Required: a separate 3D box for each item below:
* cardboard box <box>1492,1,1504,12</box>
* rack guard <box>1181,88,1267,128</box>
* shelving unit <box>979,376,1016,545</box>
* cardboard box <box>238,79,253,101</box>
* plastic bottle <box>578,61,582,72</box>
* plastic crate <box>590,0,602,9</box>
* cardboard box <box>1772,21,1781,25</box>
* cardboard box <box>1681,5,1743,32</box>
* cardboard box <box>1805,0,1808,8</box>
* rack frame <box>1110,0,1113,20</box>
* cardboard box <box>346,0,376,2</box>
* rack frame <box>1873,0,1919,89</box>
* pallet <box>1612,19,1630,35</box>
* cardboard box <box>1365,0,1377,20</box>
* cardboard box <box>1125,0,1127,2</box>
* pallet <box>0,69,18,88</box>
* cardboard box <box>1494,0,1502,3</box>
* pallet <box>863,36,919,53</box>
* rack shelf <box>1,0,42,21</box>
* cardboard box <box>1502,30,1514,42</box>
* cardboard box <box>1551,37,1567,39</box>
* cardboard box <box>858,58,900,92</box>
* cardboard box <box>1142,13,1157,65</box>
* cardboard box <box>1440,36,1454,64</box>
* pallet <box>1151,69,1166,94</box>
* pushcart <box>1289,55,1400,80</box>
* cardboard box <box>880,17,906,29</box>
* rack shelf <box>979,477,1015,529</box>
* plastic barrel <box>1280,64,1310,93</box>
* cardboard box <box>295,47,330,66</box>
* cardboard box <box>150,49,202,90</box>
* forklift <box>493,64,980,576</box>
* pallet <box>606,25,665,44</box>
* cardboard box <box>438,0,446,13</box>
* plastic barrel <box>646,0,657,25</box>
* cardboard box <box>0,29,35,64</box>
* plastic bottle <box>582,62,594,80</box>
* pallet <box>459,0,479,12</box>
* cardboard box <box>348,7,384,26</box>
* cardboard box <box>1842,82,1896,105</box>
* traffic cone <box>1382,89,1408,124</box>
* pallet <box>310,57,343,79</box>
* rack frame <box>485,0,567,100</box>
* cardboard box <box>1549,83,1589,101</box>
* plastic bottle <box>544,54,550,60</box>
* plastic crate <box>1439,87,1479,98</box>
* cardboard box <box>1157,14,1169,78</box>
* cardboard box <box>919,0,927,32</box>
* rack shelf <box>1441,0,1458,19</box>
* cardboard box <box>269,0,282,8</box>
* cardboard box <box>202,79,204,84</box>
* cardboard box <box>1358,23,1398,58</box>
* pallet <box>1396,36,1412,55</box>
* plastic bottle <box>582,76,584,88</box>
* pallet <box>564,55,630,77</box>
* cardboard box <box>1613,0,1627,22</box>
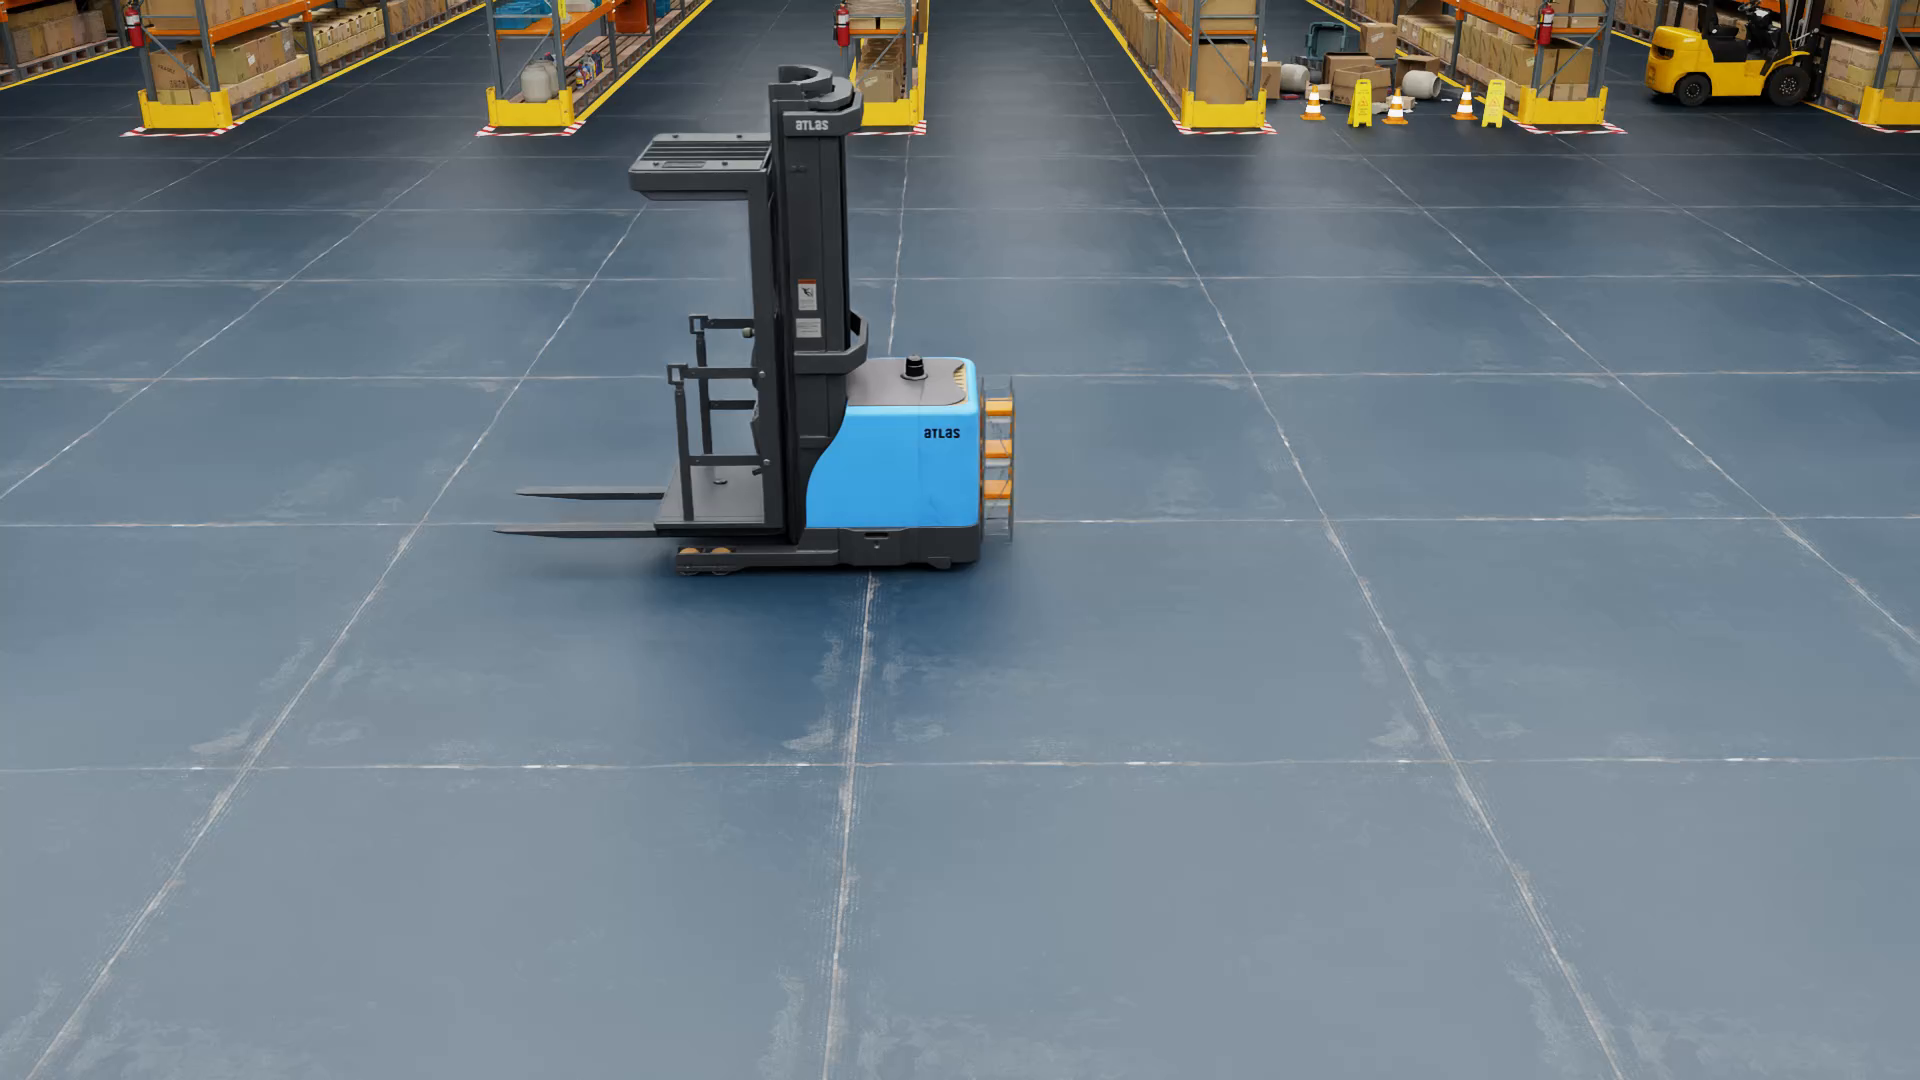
[{"bbox_3d":[8.403,-8.192,25.527,0.380,0.149,0.250,0,24,-1],"label":"cardboard box"},{"bbox_3d":[3.780,-6.207,23.868,1.175,0.500,0.348,0,24,-1],"label":"rack guard"},{"bbox_3d":[0.237,-0.502,10.586,0.215,1.050,0.252,-1,24,-2],"label":"shelving unit"},{"bbox_3d":[-10.879,-6.699,24.749,0.500,0.250,0.500,0,24,-1],"label":"cardboard box"},{"bbox_3d":[-5.985,-7.420,26.279,0.061,0.283,0.133,0,24,-1],"label":"plastic bottle"},{"bbox_3d":[-5.894,-8.479,26.038,0.499,0.251,0.616,0,24,-1],"label":"plastic crate"},{"bbox_3d":[13.340,-8.286,27.043,0.500,0.250,0.500,-1,24,-1],"label":"cardboard box"},{"bbox_3d":[13.613,-9.324,30.097,0.875,0.625,0.625,1,24,1],"label":"cardboard box"},{"bbox_3d":[13.421,-8.531,25.850,0.500,0.500,0.500,0,24,-1],"label":"cardboard box"},{"bbox_3d":[3.649,-12.301,34.308,1.000,3.000,0.127,0,24,-1],"label":"rack frame"},{"bbox_3d":[-11.424,-10.440,31.782,0.500,0.250,0.500,1,24,1],"label":"cardboard box"},{"bbox_3d":[13.692,-7.444,23.569,1.000,3.000,0.127,0,24,-1],"label":"rack frame"},{"bbox_3d":[13.624,-10.279,33.222,1.003,0.211,1.213,0,24,-1],"label":"pallet"},{"bbox_3d":[8.702,-10.961,33.414,0.875,0.875,0.875,0,24,1],"label":"cardboard box"},{"bbox_3d":[3.423,-10.327,31.558,0.500,0.250,0.500,-1,24,-2],"label":"cardboard box"},{"bbox_3d":[-16.041,-7.410,26.877,1.003,0.211,1.213,0,24,-1],"label":"pallet"},{"bbox_3d":[8.457,-8.445,25.300,0.500,0.500,0.500,0,24,0],"label":"cardboard box"},{"bbox_3d":[-1.261,-9.080,30.569,1.003,0.211,1.213,0,24,-1],"label":"pallet"},{"bbox_3d":[-16.106,-9.453,28.885,1.077,0.370,4.000,0,24,-1],"label":"rack shelf"},{"bbox_3d":[8.388,-7.579,24.998,0.380,0.149,0.250,0,24,0],"label":"cardboard box"},{"bbox_3d":[8.988,-7.466,25.534,0.500,0.500,0.500,0,24,0],"label":"cardboard box"},{"bbox_3d":[-1.212,-6.932,24.960,0.500,0.500,0.500,6,25,13],"label":"cardboard box"},{"bbox_3d":[3.639,-8.426,27.961,1.050,0.750,0.750,0,24,-1],"label":"cardboard box"},{"bbox_3d":[8.677,-8.279,28.093,0.950,0.372,0.625,0,24,0],"label":"cardboard box"},{"bbox_3d":[3.666,-7.420,26.900,1.003,0.211,1.213,0,24,-1],"label":"pallet"},{"bbox_3d":[6.405,-7.843,27.633,1.648,0.377,0.936,-9,26,-19],"label":"pushcart"},{"bbox_3d":[-0.946,-7.380,23.732,0.380,0.149,0.250,0,24,-1],"label":"cardboard box"},{"bbox_3d":[0.237,-0.239,10.705,0.215,0.259,0.240,-1,24,-2],"label":"rack shelf"},{"bbox_3d":[5.282,-7.370,26.532,0.512,0.421,0.421,19,30,35],"label":"plastic barrel"},{"bbox_3d":[-10.887,-8.087,27.817,0.500,0.250,0.500,-1,24,-2],"label":"cardboard box"},{"bbox_3d":[-11.390,-6.832,24.134,0.500,0.500,0.500,0,24,-1],"label":"cardboard box"},{"bbox_3d":[-1.397,-1.336,10.148,3.031,2.935,1.130,0,24,-1],"label":"forklift"},{"bbox_3d":[-6.271,-9.704,31.950,1.003,0.211,1.213,0,24,-1],"label":"pallet"},{"bbox_3d":[-10.926,-11.137,34.233,0.500,0.500,0.500,0,24,-1],"label":"cardboard box"},{"bbox_3d":[-6.256,-10.409,32.542,0.600,0.588,0.708,0,24,-1],"label":"plastic barrel"},{"bbox_3d":[-16.108,-8.322,28.009,0.700,0.500,0.500,1,24,1],"label":"cardboard box"},{"bbox_3d":[-5.879,-7.418,26.282,0.152,0.276,0.135,0,24,0],"label":"plastic bottle"},{"bbox_3d":[-11.240,-11.794,36.570,1.003,0.211,1.213,0,24,-1],"label":"pallet"},{"bbox_3d":[-10.922,-9.608,30.501,0.500,0.311,0.500,0,24,1],"label":"cardboard box"},{"bbox_3d":[13.371,-6.575,24.474,0.500,0.250,0.500,0,24,0],"label":"cardboard box"},{"bbox_3d":[6.328,-6.291,24.097,0.336,0.463,0.334,0,24,-1],"label":"traffic cone"},{"bbox_3d":[-11.177,-8.014,28.212,1.003,0.211,1.213,0,24,-1],"label":"pallet"},{"bbox_3d":[-6.134,-7.353,23.368,1.000,3.000,0.127,0,24,-1],"label":"rack frame"},{"bbox_3d":[8.996,-6.692,24.734,0.500,0.250,0.500,0,24,-1],"label":"cardboard box"},{"bbox_3d":[-6.581,-7.583,26.557,0.144,0.351,0.185,-1,24,-3],"label":"plastic bottle"},{"bbox_3d":[7.882,-7.087,26.324,0.402,0.080,0.583,-9,26,-19],"label":"plastic crate"},{"bbox_3d":[3.673,-7.968,26.797,0.875,0.875,0.875,0,24,0],"label":"cardboard box"},{"bbox_3d":[-1.255,-10.180,31.687,1.225,0.875,0.875,-1,24,-3],"label":"cardboard box"},{"bbox_3d":[8.663,-9.565,29.131,1.077,0.370,4.000,0,24,-1],"label":"rack shelf"},{"bbox_3d":[-11.107,-8.626,26.062,0.700,0.500,0.500,-1,24,-1],"label":"cardboard box"},{"bbox_3d":[-11.406,-6.697,24.744,0.500,0.250,0.500,0,24,-1],"label":"cardboard box"},{"bbox_3d":[6.905,-8.254,27.475,0.500,0.500,0.500,0,24,-1],"label":"cardboard box"},{"bbox_3d":[8.648,-9.124,30.668,1.003,0.211,1.213,0,24,-1],"label":"pallet"},{"bbox_3d":[-5.843,-7.070,25.604,0.097,0.201,0.097,0,24,0],"label":"plastic bottle"},{"bbox_3d":[-6.225,-8.054,28.303,1.003,0.211,1.213,0,24,-1],"label":"pallet"},{"bbox_3d":[13.357,-10.602,33.075,0.500,0.500,0.500,-1,24,-2],"label":"cardboard box"}]
